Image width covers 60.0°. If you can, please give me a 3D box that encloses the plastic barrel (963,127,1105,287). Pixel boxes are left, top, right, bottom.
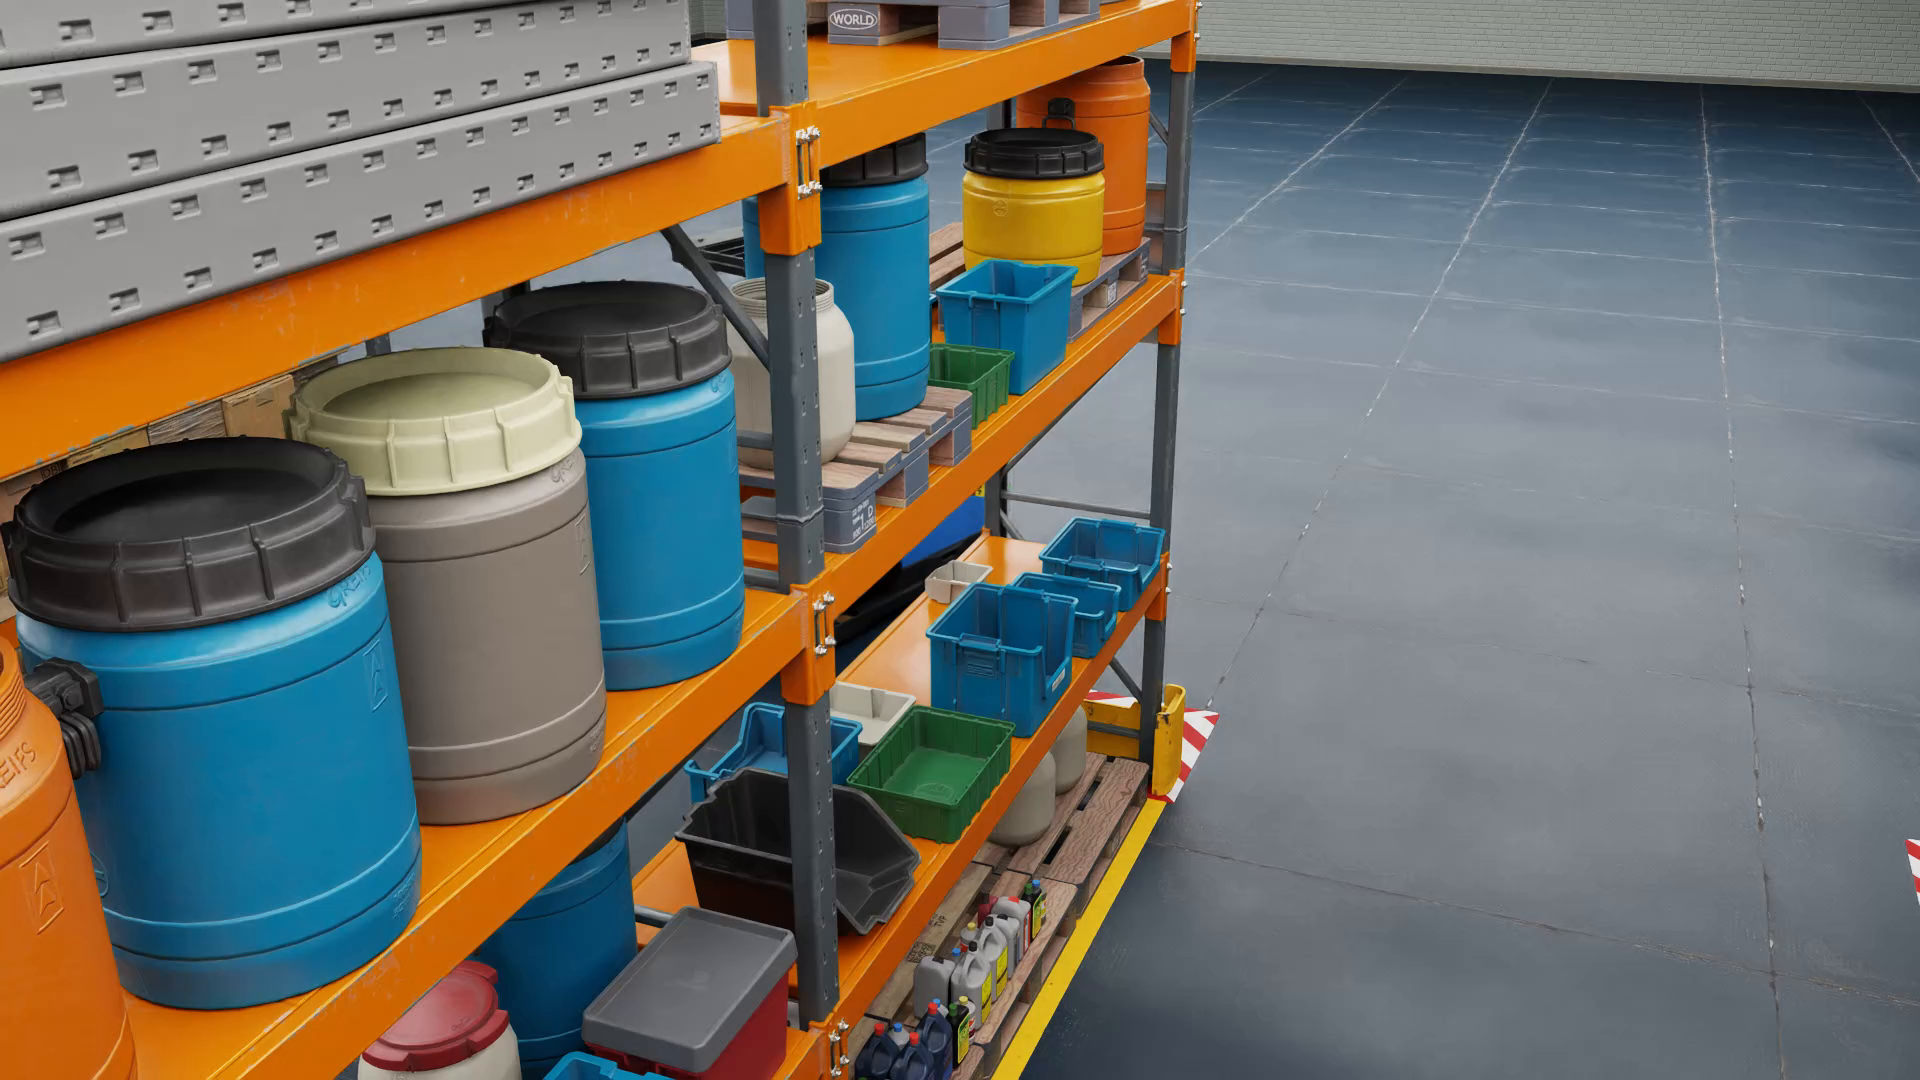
[{"bbox_3d":[0.312,-1.417,7.069,0.600,0.588,0.600,0,23,0],"label":"plastic barrel"}]

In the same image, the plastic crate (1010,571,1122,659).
[{"bbox_3d":[0.463,0.344,7.728,0.499,0.251,0.408,9,24,20],"label":"plastic crate"}]

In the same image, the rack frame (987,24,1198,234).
[{"bbox_3d":[0.617,-2.946,7.628,1.000,3.000,0.127,9,24,20],"label":"rack frame"}]

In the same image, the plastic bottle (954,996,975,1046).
[{"bbox_3d":[0.014,1.947,6.758,0.097,0.201,0.097,0,23,0],"label":"plastic bottle"}]

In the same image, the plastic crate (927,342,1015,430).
[{"bbox_3d":[-0.029,-0.559,6.079,0.336,0.188,0.450,9,24,20],"label":"plastic crate"}]

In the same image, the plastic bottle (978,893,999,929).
[{"bbox_3d":[0.124,1.663,7.329,0.061,0.283,0.133,9,24,20],"label":"plastic bottle"}]

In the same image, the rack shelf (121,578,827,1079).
[{"bbox_3d":[-1.611,0.917,3.205,1.077,0.370,4.000,9,24,20],"label":"rack shelf"}]

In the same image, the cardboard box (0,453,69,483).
[{"bbox_3d":[-4.693,-0.583,7.942,0.500,0.500,0.500,9,24,20],"label":"cardboard box"}]

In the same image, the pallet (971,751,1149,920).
[{"bbox_3d":[0.326,1.432,8.547,1.003,0.211,1.213,9,24,20],"label":"pallet"}]

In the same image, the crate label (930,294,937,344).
[{"bbox_3d":[-0.385,-0.871,6.745,0.502,0.251,0.408,9,24,20],"label":"crate label"}]

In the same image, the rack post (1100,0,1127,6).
[{"bbox_3d":[0.219,-2.463,7.121,0.937,0.300,0.954,12,25,26],"label":"rack post"}]

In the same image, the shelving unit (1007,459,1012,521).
[{"bbox_3d":[0.157,-0.576,12.072,0.258,1.200,0.503,12,26,27],"label":"shelving unit"}]

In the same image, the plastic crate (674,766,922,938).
[{"bbox_3d":[-0.556,1.113,5.775,0.767,0.338,0.504,9,24,20],"label":"plastic crate"}]

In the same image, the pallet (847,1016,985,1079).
[{"bbox_3d":[-0.580,2.306,6.456,1.003,0.211,1.213,9,24,20],"label":"pallet"}]

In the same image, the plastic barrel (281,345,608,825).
[{"bbox_3d":[-1.099,0.085,3.613,0.600,0.901,0.600,0,23,0],"label":"plastic barrel"}]

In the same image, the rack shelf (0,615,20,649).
[{"bbox_3d":[-4.724,0.160,8.908,1.077,0.370,4.000,9,24,20],"label":"rack shelf"}]

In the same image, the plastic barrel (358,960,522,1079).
[{"bbox_3d":[-1.427,1.502,4.587,0.433,0.535,0.433,0,23,0],"label":"plastic barrel"}]

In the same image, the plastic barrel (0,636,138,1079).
[{"bbox_3d":[-1.605,0.606,2.460,0.600,0.830,0.708,9,24,20],"label":"plastic barrel"}]

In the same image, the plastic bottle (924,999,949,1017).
[{"bbox_3d":[-0.093,1.954,6.649,0.097,0.271,0.097,0,23,0],"label":"plastic bottle"}]

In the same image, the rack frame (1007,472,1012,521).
[{"bbox_3d":[0.277,-0.658,12.268,0.240,1.200,0.015,12,26,27],"label":"rack frame"}]

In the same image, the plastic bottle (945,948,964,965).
[{"bbox_3d":[-0.014,1.824,7.051,0.097,0.201,0.097,0,23,0],"label":"plastic bottle"}]

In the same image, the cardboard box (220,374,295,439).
[{"bbox_3d":[-4.285,-0.682,9.474,0.875,0.500,0.500,9,24,20],"label":"cardboard box"}]

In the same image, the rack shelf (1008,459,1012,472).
[{"bbox_3d":[0.157,-0.517,12.097,0.258,0.148,0.480,12,26,27],"label":"rack shelf"}]

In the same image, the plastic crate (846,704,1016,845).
[{"bbox_3d":[-0.102,0.906,6.465,0.450,0.188,0.662,9,24,20],"label":"plastic crate"}]

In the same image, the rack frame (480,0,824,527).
[{"bbox_3d":[-0.868,-1.515,4.202,1.000,3.000,0.127,9,24,20],"label":"rack frame"}]

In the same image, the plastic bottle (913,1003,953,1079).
[{"bbox_3d":[-0.113,1.976,6.495,0.144,0.351,0.185,8,24,18],"label":"plastic bottle"}]

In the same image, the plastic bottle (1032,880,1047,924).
[{"bbox_3d":[0.342,1.630,7.516,0.097,0.201,0.097,0,23,0],"label":"plastic bottle"}]

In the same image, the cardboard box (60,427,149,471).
[{"bbox_3d":[-4.708,-0.332,8.637,0.875,0.500,0.500,9,24,20],"label":"cardboard box"}]

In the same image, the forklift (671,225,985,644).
[{"bbox_3d":[-1.065,-0.864,10.515,1.130,2.935,3.031,17,28,35],"label":"forklift"}]

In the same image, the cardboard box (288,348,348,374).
[{"bbox_3d":[-3.956,-1.300,9.657,0.500,0.500,0.500,9,24,20],"label":"cardboard box"}]

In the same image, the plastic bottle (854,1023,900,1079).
[{"bbox_3d":[-0.317,2.022,6.382,0.144,0.351,0.185,9,24,20],"label":"plastic bottle"}]

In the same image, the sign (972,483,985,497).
[{"bbox_3d":[0.108,-0.386,8.924,0.100,0.325,0.005,9,24,20],"label":"sign"}]

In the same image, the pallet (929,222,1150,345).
[{"bbox_3d":[0.219,-1.193,7.568,1.003,0.211,1.213,9,24,20],"label":"pallet"}]

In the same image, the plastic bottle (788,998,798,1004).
[{"bbox_3d":[-0.705,1.817,6.875,0.144,0.351,0.185,9,24,20],"label":"plastic bottle"}]

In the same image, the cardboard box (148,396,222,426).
[{"bbox_3d":[-4.324,-0.941,8.799,0.500,0.500,0.500,9,24,20],"label":"cardboard box"}]

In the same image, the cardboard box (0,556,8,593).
[{"bbox_3d":[-5.024,0.035,7.759,0.875,0.500,0.500,9,24,20],"label":"cardboard box"}]

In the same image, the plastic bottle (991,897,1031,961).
[{"bbox_3d":[0.223,1.682,7.295,0.152,0.276,0.135,9,24,20],"label":"plastic bottle"}]

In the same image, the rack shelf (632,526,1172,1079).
[{"bbox_3d":[-0.125,0.870,7.210,1.077,0.370,4.000,9,24,20],"label":"rack shelf"}]

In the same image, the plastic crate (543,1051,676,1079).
[{"bbox_3d":[-0.989,1.700,4.309,0.392,0.384,0.575,9,24,20],"label":"plastic crate"}]

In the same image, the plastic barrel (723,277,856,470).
[{"bbox_3d":[-0.526,-0.502,4.979,0.421,0.512,0.421,0,23,0],"label":"plastic barrel"}]

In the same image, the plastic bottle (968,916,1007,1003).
[{"bbox_3d":[0.114,1.757,7.018,0.144,0.351,0.185,10,25,22],"label":"plastic bottle"}]

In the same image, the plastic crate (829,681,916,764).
[{"bbox_3d":[-0.500,0.758,6.887,0.530,0.136,0.437,9,24,20],"label":"plastic crate"}]

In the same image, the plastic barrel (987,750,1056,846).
[{"bbox_3d":[0.258,1.202,8.164,0.421,0.512,0.421,0,23,0],"label":"plastic barrel"}]

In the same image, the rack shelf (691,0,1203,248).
[{"bbox_3d":[-0.125,-1.714,6.131,1.077,0.370,4.000,9,24,20],"label":"rack shelf"}]
